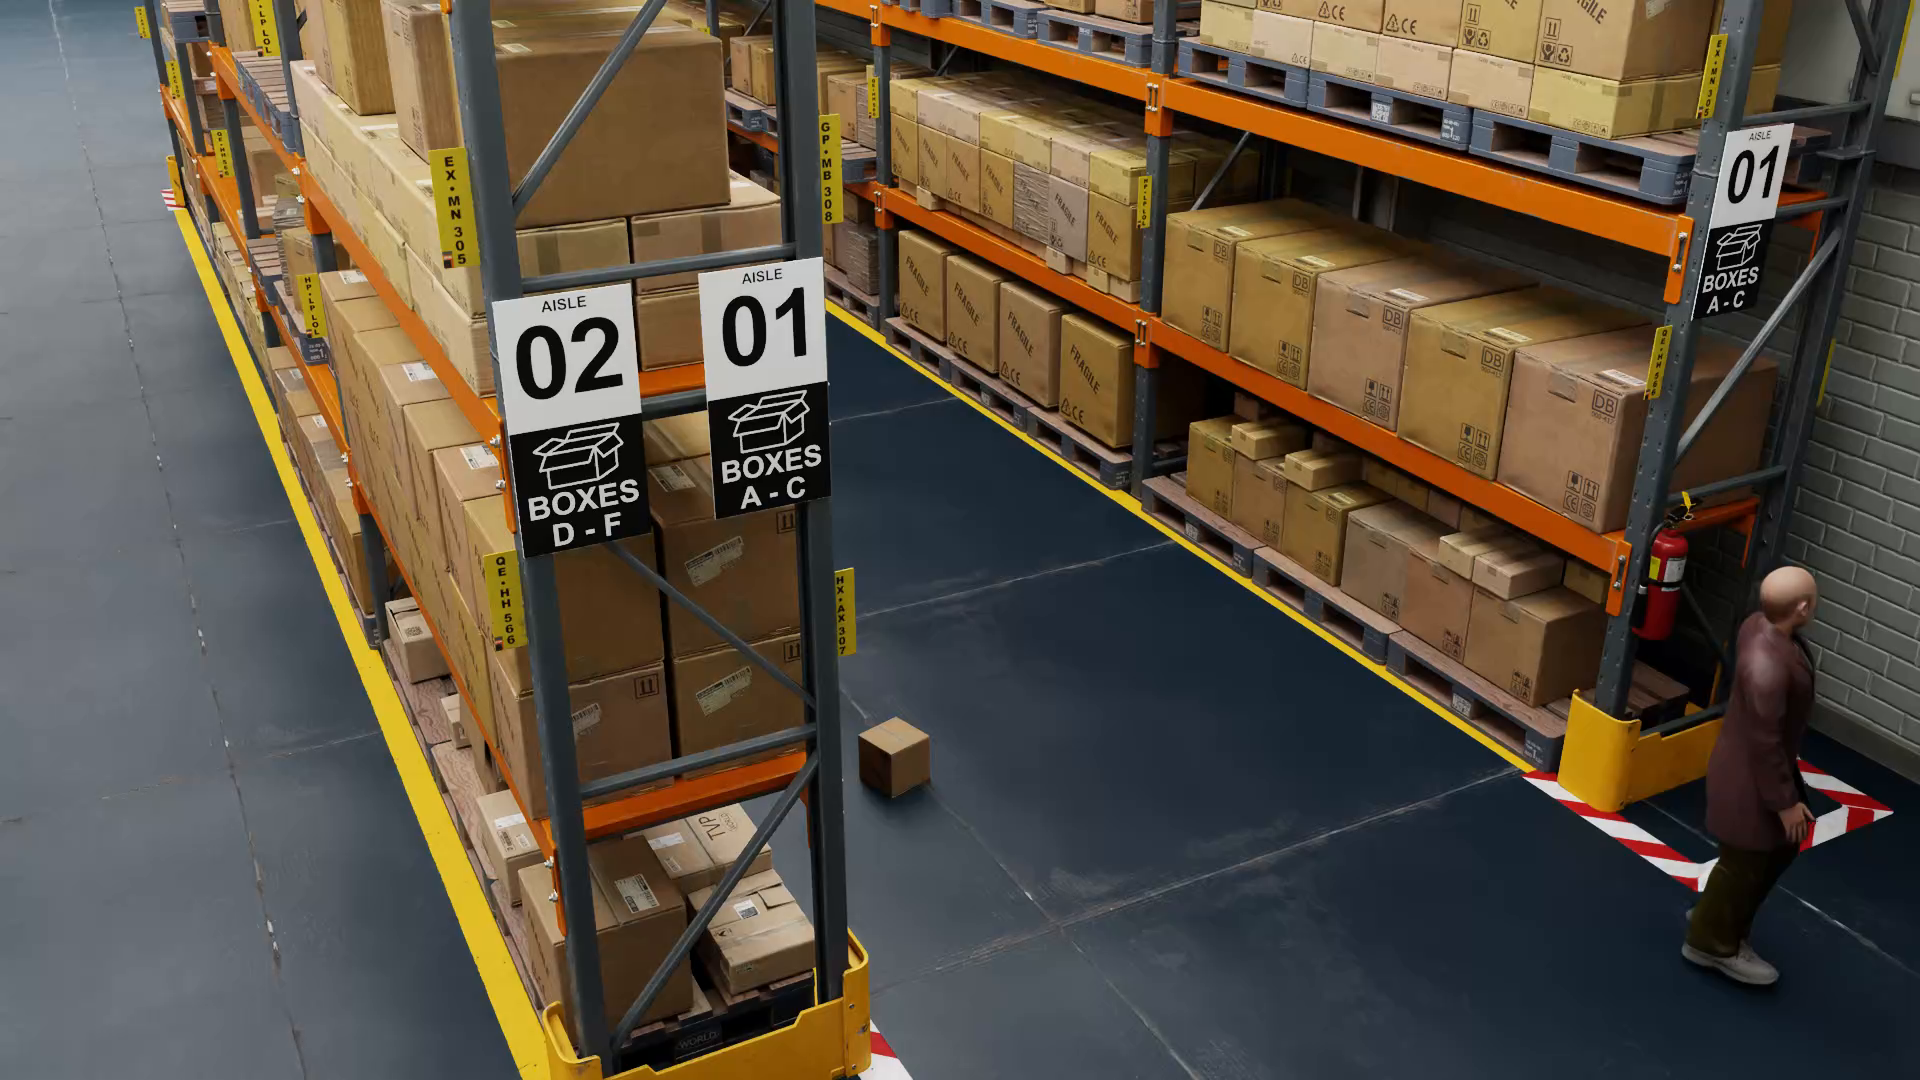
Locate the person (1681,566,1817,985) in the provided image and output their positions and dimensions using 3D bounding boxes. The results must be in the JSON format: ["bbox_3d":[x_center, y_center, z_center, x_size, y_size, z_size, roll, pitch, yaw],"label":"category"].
[{"bbox_3d":[3.187,0.965,6.585,0.432,1.845,0.592,14,28,26],"label":"person"}]
